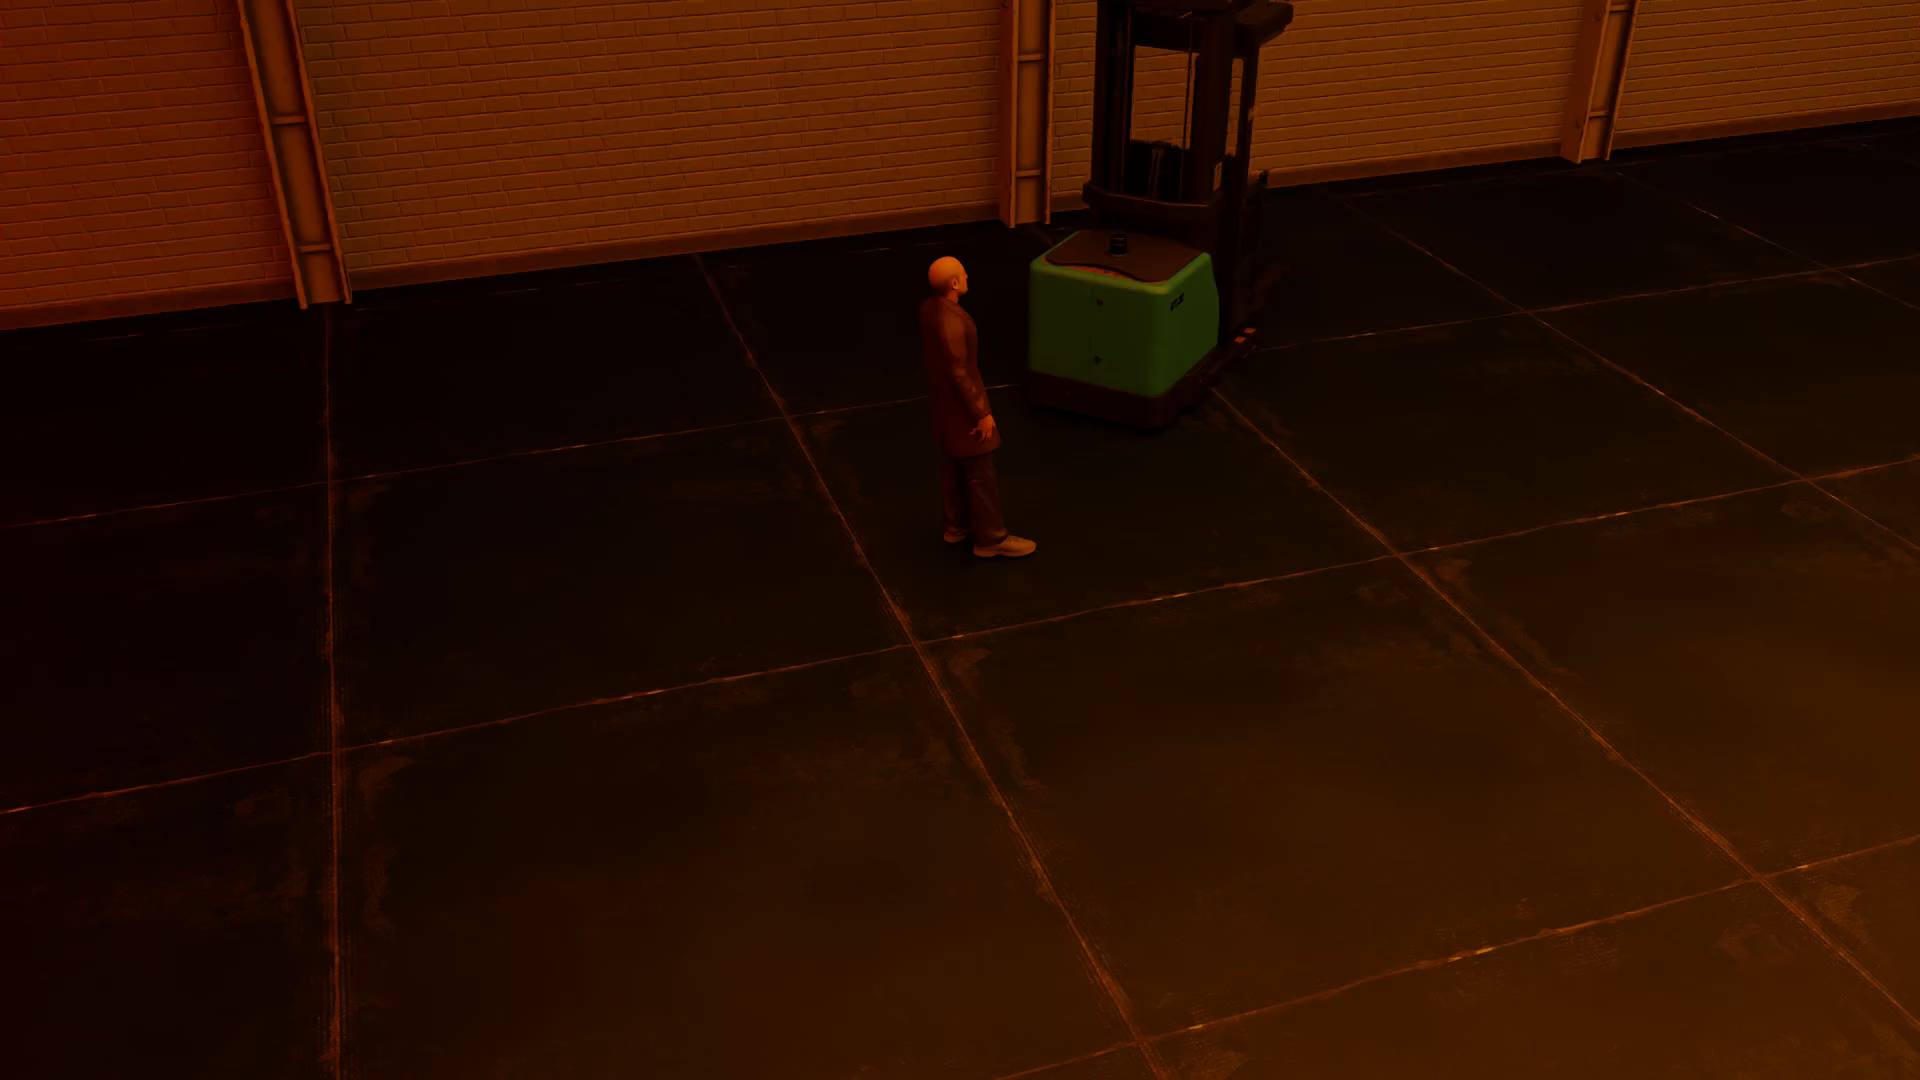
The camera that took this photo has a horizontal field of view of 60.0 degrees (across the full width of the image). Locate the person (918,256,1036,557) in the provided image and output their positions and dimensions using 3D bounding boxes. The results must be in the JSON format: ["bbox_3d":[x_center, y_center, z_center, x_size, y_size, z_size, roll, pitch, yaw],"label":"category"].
[{"bbox_3d":[0.088,-0.788,9.600,0.582,1.775,0.694,-10,31,-16],"label":"person"}]

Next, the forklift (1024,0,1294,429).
[{"bbox_3d":[1.606,-2.717,11.809,1.130,2.935,3.031,16,33,25],"label":"forklift"}]
